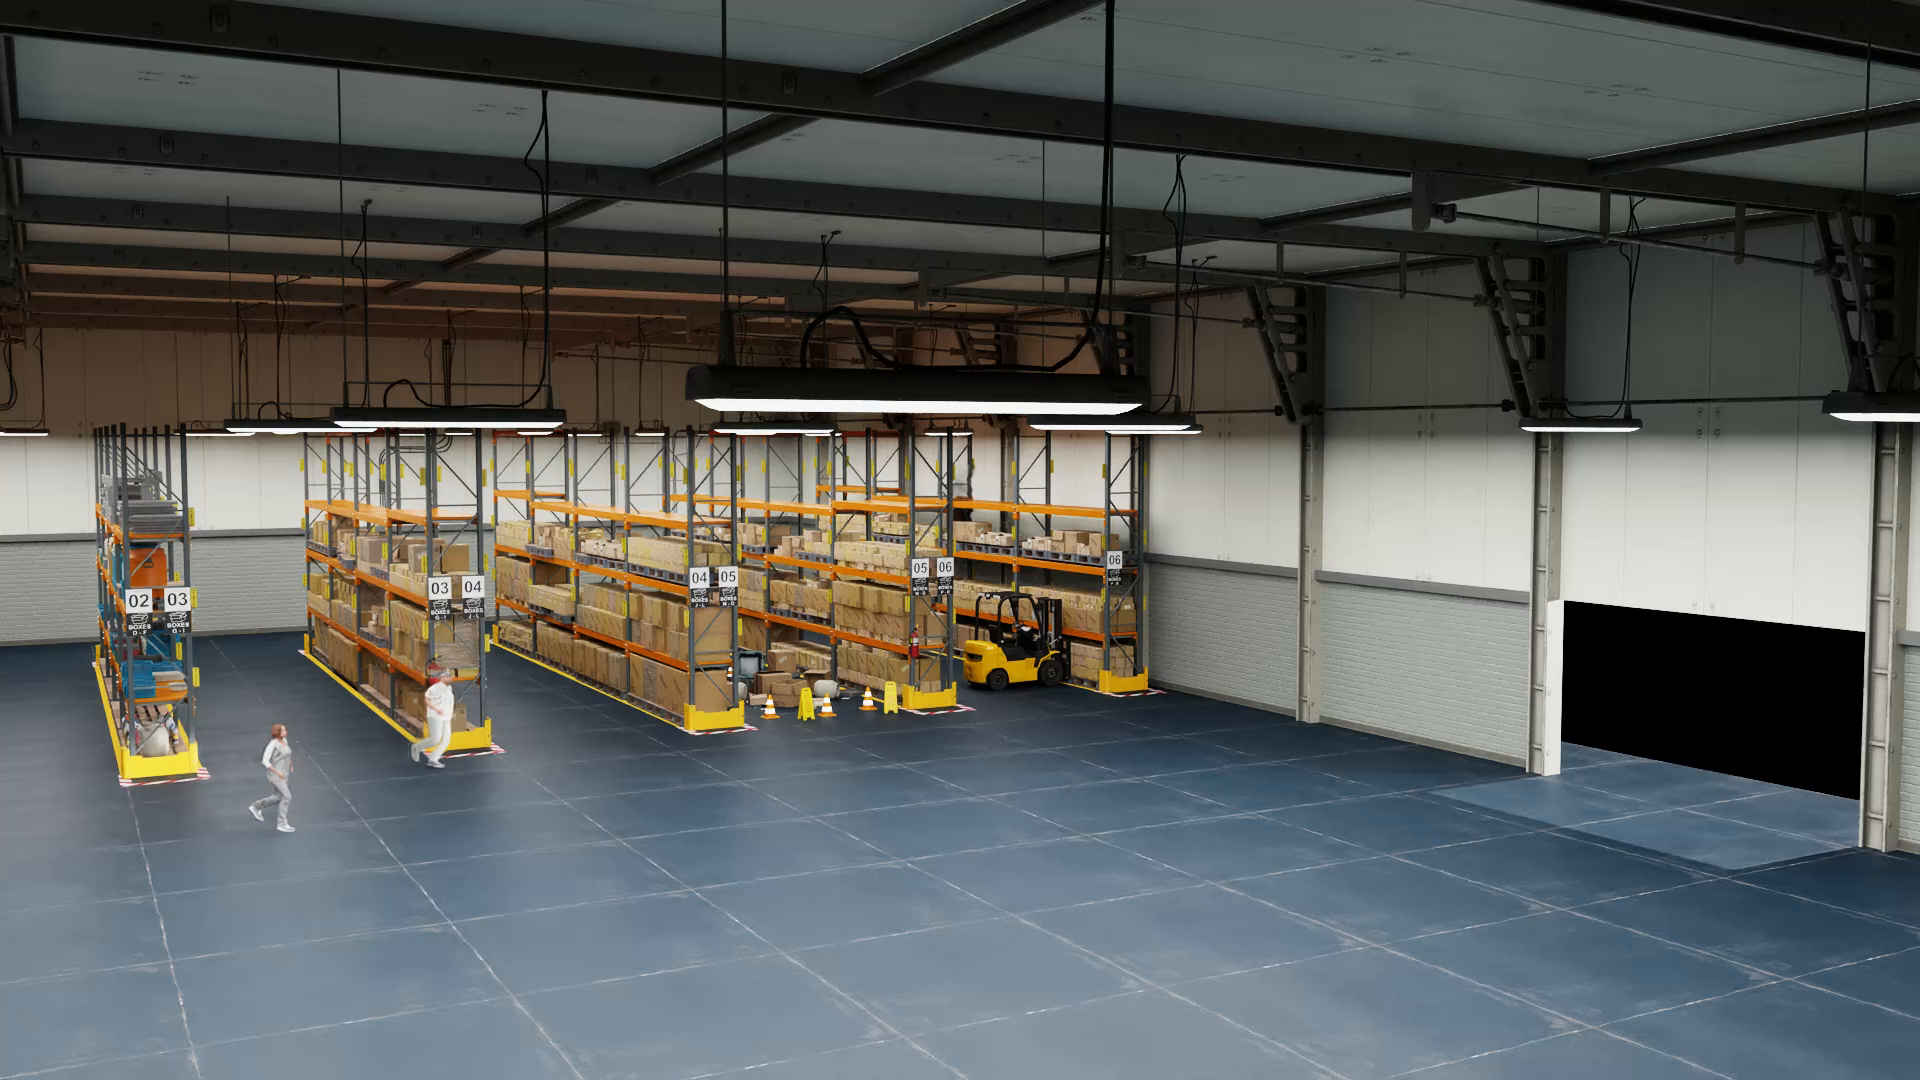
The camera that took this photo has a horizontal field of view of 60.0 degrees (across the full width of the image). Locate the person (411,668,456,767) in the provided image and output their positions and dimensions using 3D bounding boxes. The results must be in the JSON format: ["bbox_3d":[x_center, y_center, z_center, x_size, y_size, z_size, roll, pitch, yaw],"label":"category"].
[{"bbox_3d":[-9.227,3.108,29.310,0.664,1.705,0.725,1,4,22],"label":"person"}]

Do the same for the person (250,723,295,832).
[{"bbox_3d":[-10.067,3.468,24.318,0.674,1.596,0.540,0,3,1],"label":"person"}]
